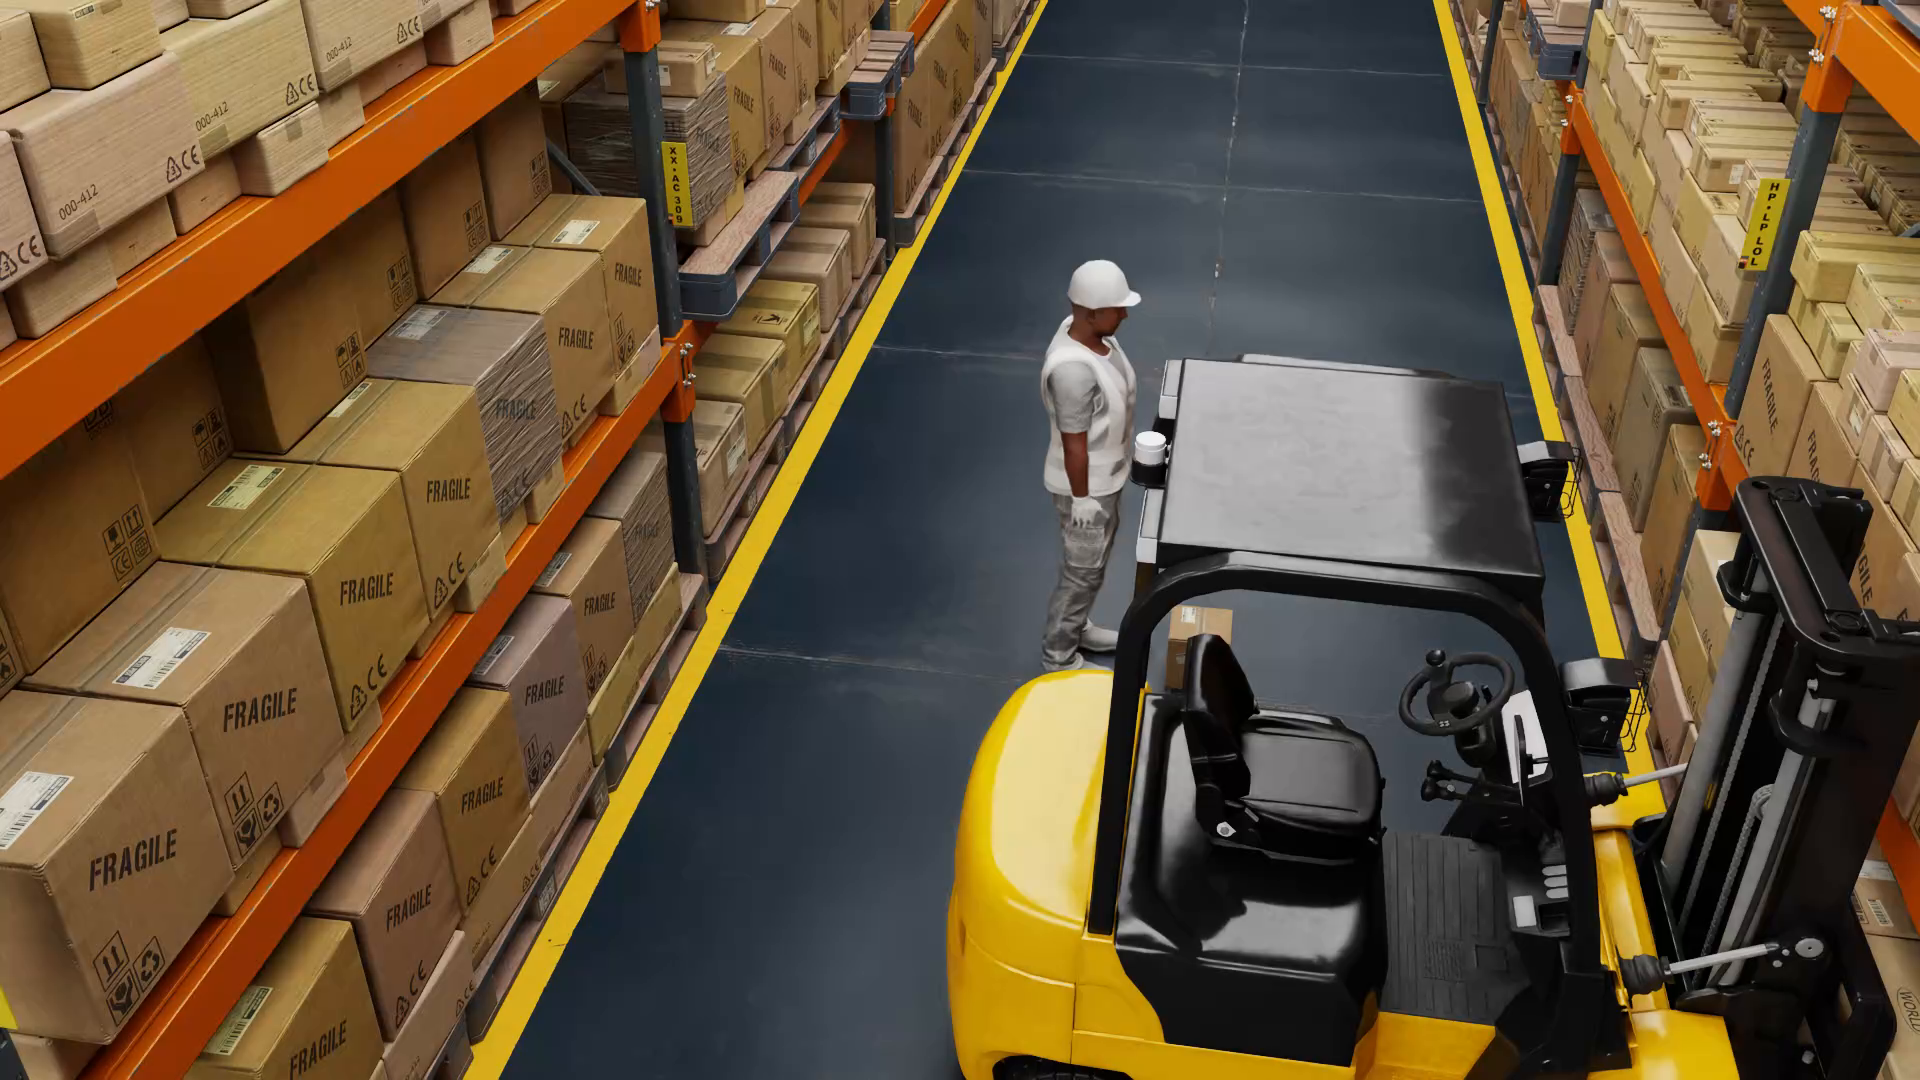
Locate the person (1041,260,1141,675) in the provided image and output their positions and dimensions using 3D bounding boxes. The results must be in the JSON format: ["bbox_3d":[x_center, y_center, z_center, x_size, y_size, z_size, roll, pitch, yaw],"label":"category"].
[{"bbox_3d":[0.501,-0.258,6.536,0.358,1.779,0.548,6,33,9],"label":"person"}]
